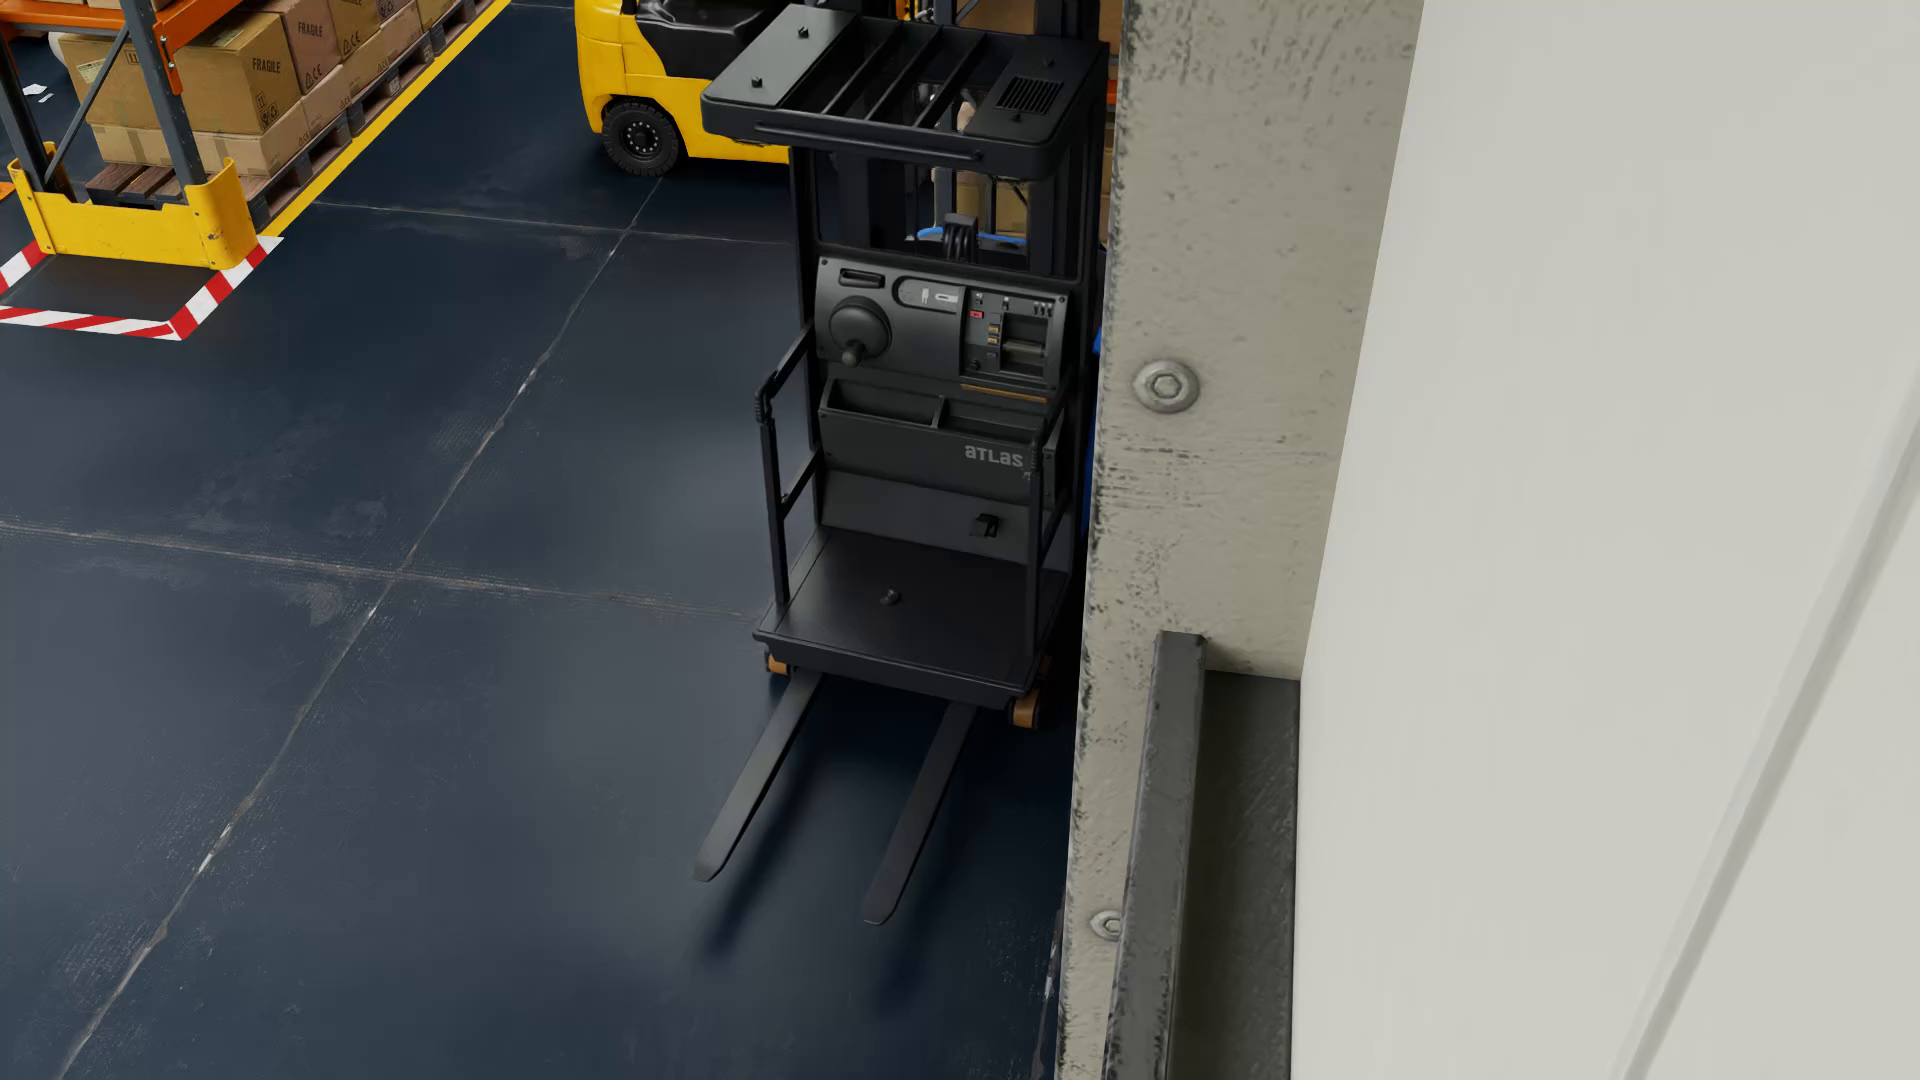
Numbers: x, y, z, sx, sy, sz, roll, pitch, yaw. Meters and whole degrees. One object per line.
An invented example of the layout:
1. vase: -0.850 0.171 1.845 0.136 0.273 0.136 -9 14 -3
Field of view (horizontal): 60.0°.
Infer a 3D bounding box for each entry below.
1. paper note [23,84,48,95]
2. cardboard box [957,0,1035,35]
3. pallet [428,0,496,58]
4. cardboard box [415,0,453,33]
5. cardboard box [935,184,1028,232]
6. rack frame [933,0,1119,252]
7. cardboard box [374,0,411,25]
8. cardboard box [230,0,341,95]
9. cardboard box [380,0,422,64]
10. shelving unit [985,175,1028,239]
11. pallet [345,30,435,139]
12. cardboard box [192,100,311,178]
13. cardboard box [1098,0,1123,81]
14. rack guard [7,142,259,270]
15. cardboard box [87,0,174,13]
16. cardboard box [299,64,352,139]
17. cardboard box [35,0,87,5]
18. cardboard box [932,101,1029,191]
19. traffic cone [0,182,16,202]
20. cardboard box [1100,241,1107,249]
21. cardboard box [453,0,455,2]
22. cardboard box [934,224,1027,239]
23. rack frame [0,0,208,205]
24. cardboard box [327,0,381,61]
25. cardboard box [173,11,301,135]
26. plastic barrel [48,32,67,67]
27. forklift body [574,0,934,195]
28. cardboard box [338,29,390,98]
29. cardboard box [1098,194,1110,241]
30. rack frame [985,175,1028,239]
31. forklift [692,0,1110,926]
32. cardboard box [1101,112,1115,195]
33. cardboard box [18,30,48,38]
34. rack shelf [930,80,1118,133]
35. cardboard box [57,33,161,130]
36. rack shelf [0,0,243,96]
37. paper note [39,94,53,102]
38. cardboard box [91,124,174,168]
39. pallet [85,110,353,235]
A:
1. paper note: -6.008 -2.919 10.766 0.148 0.019 0.142 20 44 23
2. cardboard box: 0.210 -2.570 7.926 0.500 0.500 0.500 6 40 7
3. pallet: -3.895 -3.749 11.619 1.003 0.211 1.213 6 40 8
4. cardboard box: -3.734 -3.615 11.097 0.500 0.250 0.500 5 40 6
5. cardboard box: 0.160 -1.828 8.543 0.500 0.250 0.500 6 40 7
6. rack frame: 0.383 -2.194 7.549 1.000 3.000 0.127 6 40 8
7. cardboard box: -3.825 -3.600 10.489 0.500 0.500 0.500 8 40 10
8. cardboard box: -4.004 -2.949 9.703 0.500 0.500 0.500 5 40 6
9. cardboard box: -3.826 -3.297 10.712 0.500 0.250 0.500 7 40 8
10. shelving unit: 0.690 -1.183 7.500 1.048 1.500 0.538 21 43 23
11. pallet: -4.104 -2.981 10.690 1.003 0.211 1.213 6 40 8
12. cardboard box: -4.094 -2.317 9.526 0.500 0.250 0.500 6 40 7
13. cardboard box: 0.743 -2.513 7.856 0.500 0.500 0.500 8 40 9
14. rack guard: -4.493 -1.823 9.063 1.175 0.500 0.348 6 40 8
15. cardboard box: -4.243 -2.832 8.519 0.380 0.149 0.250 7 40 8
16. cardboard box: -3.998 -2.636 9.913 0.500 0.250 0.500 8 40 9
17. cardboard box: -4.652 -2.900 8.601 0.380 0.149 0.250 8 40 9
18. cardboard box: 0.156 -2.005 8.364 0.500 0.250 0.500 8 40 9
19. traffic cone: -5.702 -2.173 9.515 0.336 0.463 0.334 6 40 8
20. cardboard box: 0.661 -1.583 8.638 0.500 0.250 0.500 7 40 8
21. cardboard box: -3.651 -3.951 11.502 0.500 0.250 0.500 8 40 10
22. cardboard box: 0.154 -1.626 8.690 0.500 0.250 0.500 7 40 8
23. rack frame: -4.506 -2.739 8.208 1.000 3.000 0.127 6 40 8
24. cardboard box: -3.910 -3.263 10.083 0.500 0.500 0.500 7 40 9
25. cardboard box: -4.091 -2.621 9.305 0.500 0.500 0.500 5 40 6
26. plastic barrel: -5.640 -3.209 10.799 0.421 0.421 0.512 -28 47 -30
27. forklift body: -1.085 -3.258 9.502 2.313 2.155 1.214 6 40 8
28. cardboard box: -3.916 -2.980 10.329 0.500 0.250 0.500 9 40 11
29. cardboard box: 0.669 -1.761 8.462 0.500 0.250 0.500 7 40 8
30. rack frame: 0.252 -1.347 7.699 0.032 1.500 0.500 21 43 23
31. forklift: -0.133 -0.694 5.789 1.130 2.935 3.031 11 41 13
32. cardboard box: 0.653 -1.962 8.313 0.500 0.250 0.500 6 40 7
33. cardboard box: -6.542 -3.798 11.343 0.797 0.637 0.503 6 40 8
34. rack shelf: 0.729 -3.172 9.297 1.077 0.370 4.000 6 40 8
35. cardboard box: -4.624 -2.661 9.355 0.500 0.500 0.500 7 40 8
36. rack shelf: -4.160 -3.717 9.956 1.077 0.370 4.000 6 40 8
37. paper note: -5.867 -2.839 10.676 0.032 0.001 0.123 6 40 8
38. cardboard box: -4.627 -2.393 9.618 0.500 0.250 0.500 6 40 7
39. pallet: -4.318 -2.218 9.767 1.003 0.211 1.213 6 40 8
